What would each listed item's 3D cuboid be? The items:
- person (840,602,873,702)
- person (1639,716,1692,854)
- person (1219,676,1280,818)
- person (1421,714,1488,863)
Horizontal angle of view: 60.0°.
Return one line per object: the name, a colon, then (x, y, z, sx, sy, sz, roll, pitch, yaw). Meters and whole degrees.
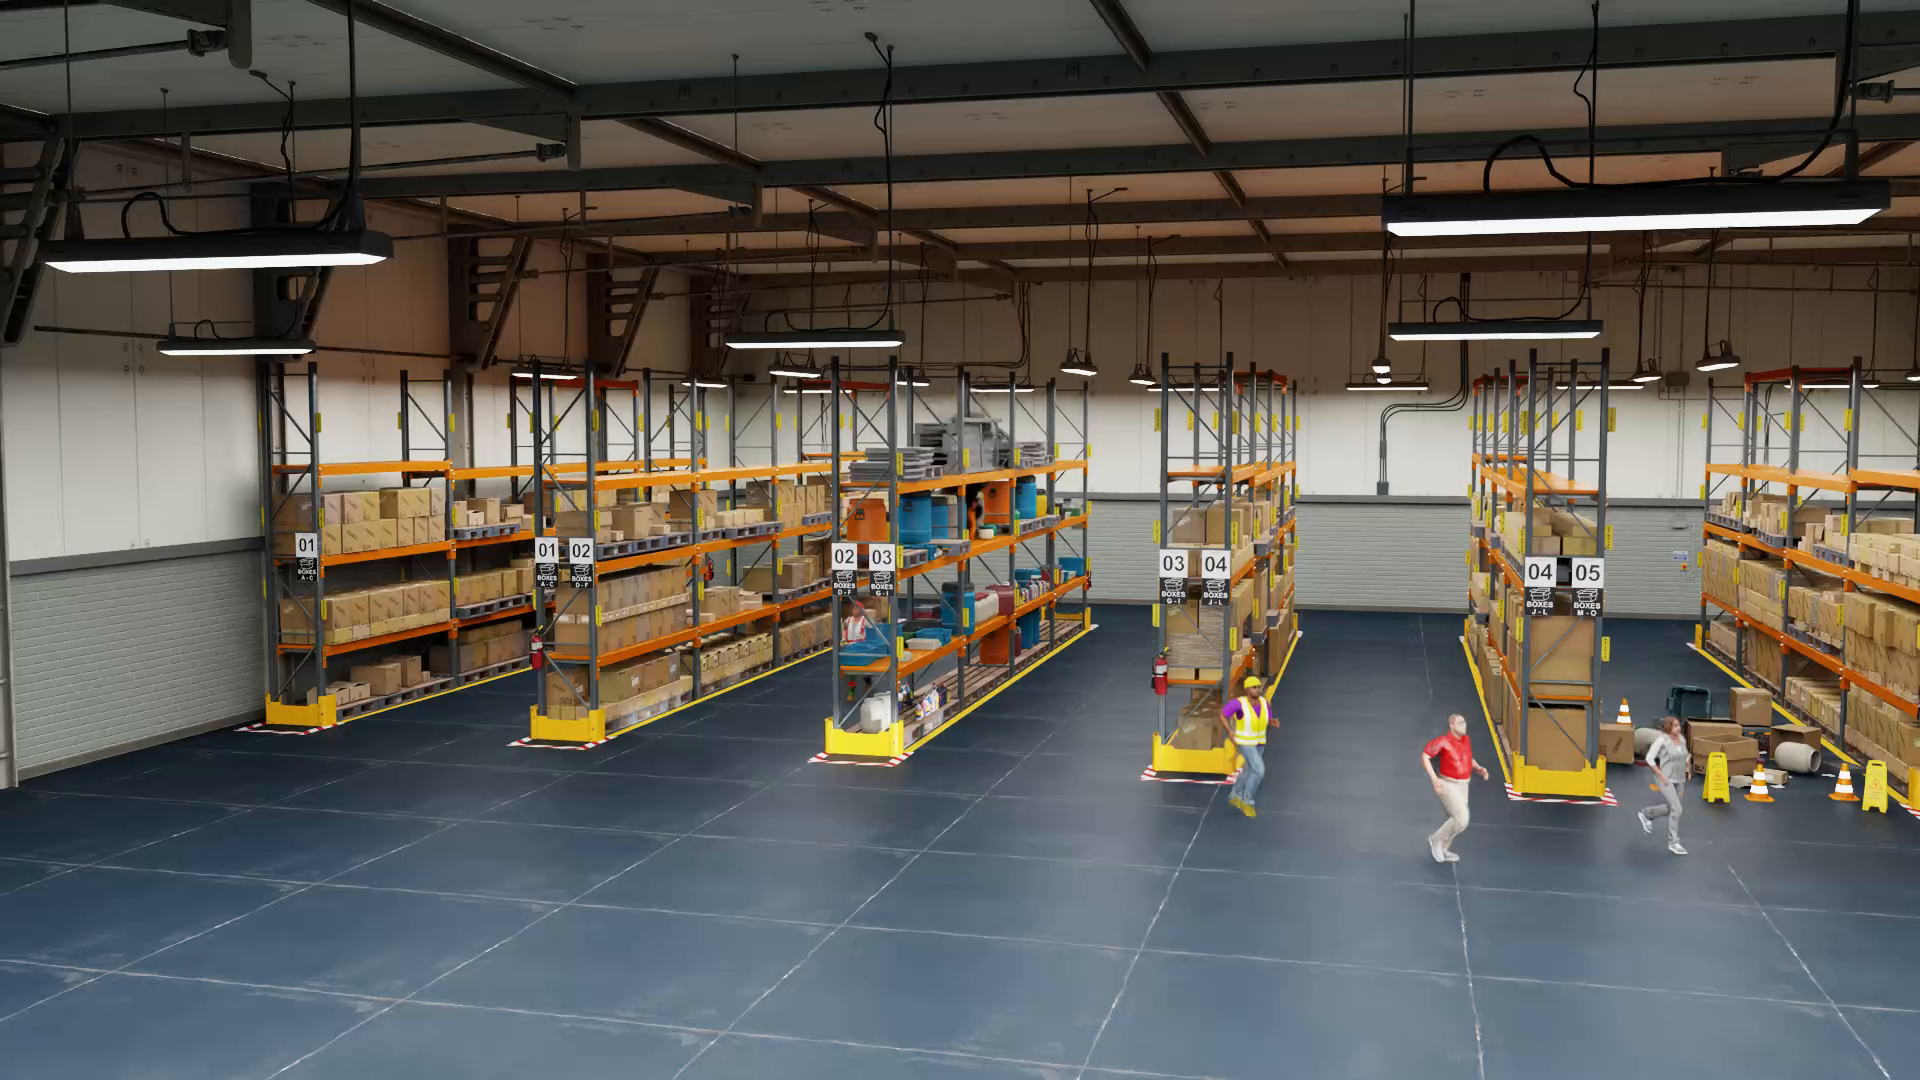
person: (-1.855, 1.995, 29.989, 0.667, 1.768, 0.967, 1, 4, 13)
person: (8.287, 2.843, 19.551, 0.540, 1.580, 0.735, -2, 4, -23)
person: (3.741, 2.645, 21.267, 0.661, 1.823, 0.745, -3, 5, -34)
person: (5.657, 2.824, 18.900, 0.667, 1.702, 0.625, -3, 5, -40)
